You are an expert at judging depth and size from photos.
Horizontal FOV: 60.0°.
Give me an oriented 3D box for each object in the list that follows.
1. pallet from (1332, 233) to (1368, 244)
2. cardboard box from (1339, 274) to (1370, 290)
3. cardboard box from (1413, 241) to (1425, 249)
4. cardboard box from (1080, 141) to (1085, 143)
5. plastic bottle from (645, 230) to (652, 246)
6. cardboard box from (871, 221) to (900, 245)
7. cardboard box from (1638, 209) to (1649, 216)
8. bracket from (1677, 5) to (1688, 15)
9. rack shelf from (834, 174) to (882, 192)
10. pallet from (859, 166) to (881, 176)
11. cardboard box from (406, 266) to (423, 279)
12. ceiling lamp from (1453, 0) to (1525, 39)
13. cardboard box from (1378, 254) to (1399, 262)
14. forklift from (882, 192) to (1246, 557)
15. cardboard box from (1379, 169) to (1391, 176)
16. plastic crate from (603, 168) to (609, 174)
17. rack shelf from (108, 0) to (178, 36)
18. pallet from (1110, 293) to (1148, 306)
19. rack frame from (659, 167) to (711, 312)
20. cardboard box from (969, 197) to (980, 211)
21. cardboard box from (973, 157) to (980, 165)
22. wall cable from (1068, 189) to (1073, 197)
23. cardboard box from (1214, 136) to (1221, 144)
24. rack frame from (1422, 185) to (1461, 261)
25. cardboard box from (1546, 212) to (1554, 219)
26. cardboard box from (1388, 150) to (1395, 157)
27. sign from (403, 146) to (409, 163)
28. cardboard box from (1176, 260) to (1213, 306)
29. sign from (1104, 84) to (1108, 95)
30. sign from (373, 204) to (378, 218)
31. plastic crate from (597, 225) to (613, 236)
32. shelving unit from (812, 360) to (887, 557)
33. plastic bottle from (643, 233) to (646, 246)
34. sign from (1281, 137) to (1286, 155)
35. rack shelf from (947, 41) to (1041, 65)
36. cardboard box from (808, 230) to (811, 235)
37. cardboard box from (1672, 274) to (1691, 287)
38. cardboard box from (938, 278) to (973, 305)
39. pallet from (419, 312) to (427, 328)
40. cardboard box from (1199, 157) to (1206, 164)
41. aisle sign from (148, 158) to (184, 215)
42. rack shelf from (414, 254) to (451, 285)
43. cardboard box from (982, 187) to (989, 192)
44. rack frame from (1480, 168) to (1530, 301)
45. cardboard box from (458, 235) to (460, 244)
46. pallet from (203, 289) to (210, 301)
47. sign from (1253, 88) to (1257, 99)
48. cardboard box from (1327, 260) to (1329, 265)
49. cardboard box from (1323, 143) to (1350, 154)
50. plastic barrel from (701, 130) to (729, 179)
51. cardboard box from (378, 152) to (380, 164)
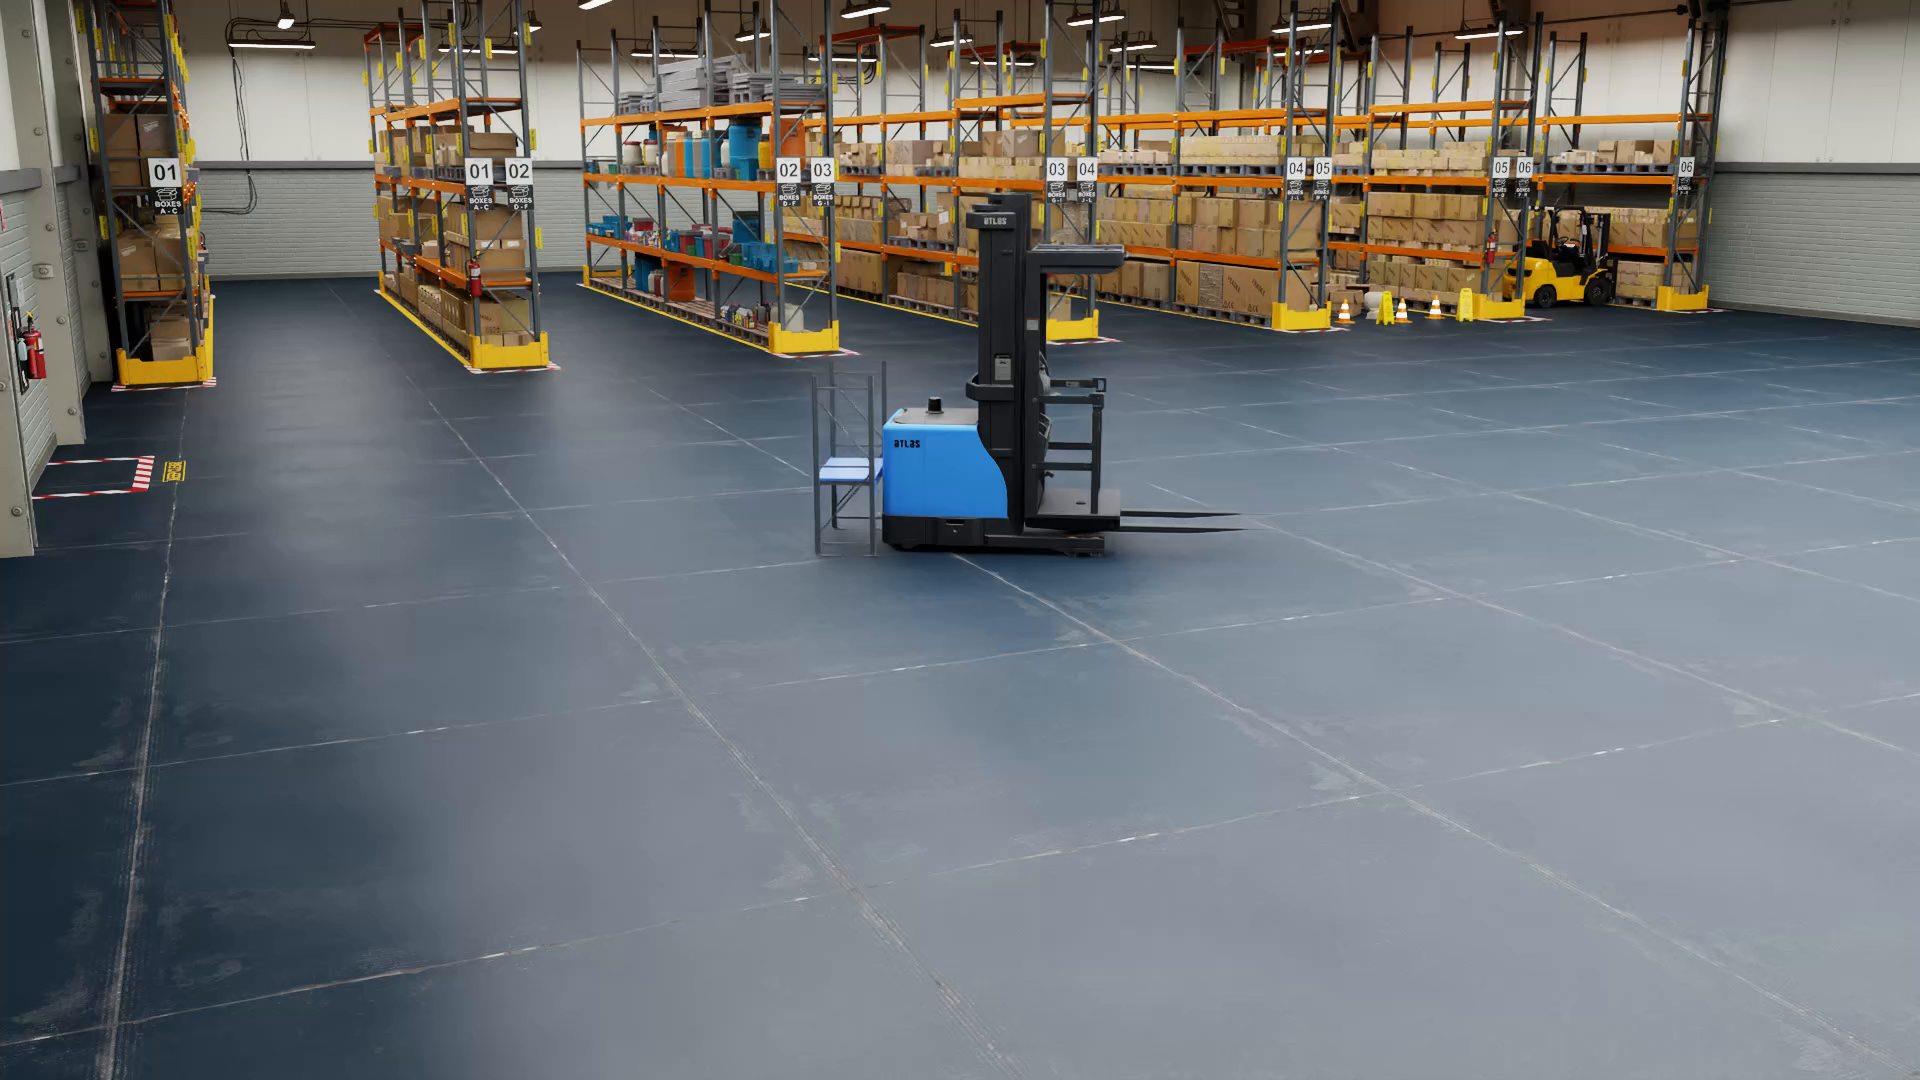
[{"bbox_3d":[9.266,-6.914,38.018,1.003,0.211,1.213,-6,14,-23],"label":"pallet"},{"bbox_3d":[9.227,-5.869,37.973,0.950,0.372,0.625,-5,14,-22],"label":"cardboard box"},{"bbox_3d":[9.902,-6.306,35.520,0.380,0.149,0.250,-6,14,-23],"label":"cardboard box"},{"bbox_3d":[3.088,-9.342,39.511,0.396,0.266,0.258,-6,14,-23],"label":"cardboard box"},{"bbox_3d":[-6.818,-6.615,36.406,0.144,0.351,0.185,-6,14,-23],"label":"plastic bottle"},{"bbox_3d":[-1.668,-6.896,37.293,0.500,0.500,0.500,-5,14,-21],"label":"cardboard box"},{"bbox_3d":[14.995,-7.124,36.178,0.380,0.149,0.250,-5,14,-22],"label":"cardboard box"},{"bbox_3d":[15.644,-11.415,35.750,0.235,0.232,0.430,-6,14,-23],"label":"bracket"},{"bbox_3d":[-2.044,-8.292,38.489,1.077,0.370,4.000,-6,14,-23],"label":"rack shelf"},{"bbox_3d":[-1.550,-8.266,37.197,1.213,0.211,1.003,-5,14,-20],"label":"pallet"},{"bbox_3d":[-11.351,-5.630,34.949,0.500,0.250,0.500,-6,14,-24],"label":"cardboard box"},{"bbox_3d":[12.028,-12.825,36.882,0.800,3.185,2.000,-6,14,-23],"label":"ceiling lamp"},{"bbox_3d":[9.423,-6.206,36.595,0.380,0.149,0.250,-5,14,-22],"label":"cardboard box"},{"bbox_3d":[0.895,-1.413,13.973,3.031,2.935,1.130,1,13,6],"label":"forklift"},{"bbox_3d":[9.391,-8.030,36.317,0.380,0.149,0.250,-6,14,-23],"label":"cardboard box"},{"bbox_3d":[-8.242,-8.708,39.276,0.293,0.136,0.466,-6,14,-23],"label":"plastic crate"},{"bbox_3d":[-15.660,-10.031,31.976,1.077,0.370,4.000,-6,14,-23],"label":"rack shelf"},{"bbox_3d":[4.074,-5.415,37.300,1.003,0.211,1.213,-6,14,-23],"label":"pallet"},{"bbox_3d":[-5.781,-6.321,35.027,1.000,3.000,0.127,-6,14,-23],"label":"rack frame"},{"bbox_3d":[0.508,-6.403,32.285,0.500,0.500,0.500,-6,14,-23],"label":"cardboard box"},{"bbox_3d":[0.466,-7.322,32.151,0.380,0.149,0.250,-6,14,-23],"label":"cardboard box"},{"bbox_3d":[3.647,-11.104,53.443,0.588,1.984,0.122,-6,14,-23],"label":"wall cable"},{"bbox_3d":[5.290,-7.981,33.183,0.380,0.149,0.250,-6,14,-23],"label":"cardboard box"},{"bbox_3d":[12.384,-8.112,42.768,1.000,3.000,0.127,-6,14,-23],"label":"rack frame"},{"bbox_3d":[13.873,-7.561,38.726,0.380,0.149,0.250,-6,14,-24],"label":"cardboard box"},{"bbox_3d":[9.495,-8.363,35.989,0.380,0.149,0.250,-6,14,-25],"label":"cardboard box"},{"bbox_3d":[-10.819,-7.539,32.491,0.100,0.325,0.005,-6,14,-23],"label":"sign"},{"bbox_3d":[5.132,-5.402,34.839,0.875,0.875,0.875,-5,14,-22],"label":"cardboard box"},{"bbox_3d":[4.121,-12.722,46.959,0.100,0.325,0.005,-6,14,-23],"label":"sign"},{"bbox_3d":[-14.023,-7.900,39.929,0.100,0.325,0.005,-6,14,-23],"label":"sign"},{"bbox_3d":[-8.661,-7.568,40.657,0.416,0.233,0.300,-6,14,-23],"label":"plastic crate"},{"bbox_3d":[-0.919,-0.712,14.119,0.538,1.500,1.048,1,13,3],"label":"shelving unit"},{"bbox_3d":[-6.920,-6.611,36.540,0.061,0.283,0.133,-6,14,-23],"label":"plastic bottle"},{"bbox_3d":[6.044,-7.350,31.036,0.100,0.325,0.005,-6,14,-23],"label":"sign"},{"bbox_3d":[0.938,-12.626,43.192,1.077,0.370,4.000,-6,14,-23],"label":"rack shelf"},{"bbox_3d":[-3.577,-7.665,41.392,0.380,0.149,0.250,-5,14,-22],"label":"cardboard box"},{"bbox_3d":[15.590,-5.684,36.334,0.500,0.250,0.500,-5,14,-22],"label":"cardboard box"},{"bbox_3d":[-0.041,-5.167,34.612,0.700,0.500,0.500,-6,14,-23],"label":"cardboard box"},{"bbox_3d":[-10.027,-4.342,32.662,1.003,0.211,1.213,-6,14,-23],"label":"pallet"},{"bbox_3d":[5.083,-7.698,33.732,0.380,0.149,0.250,-6,14,-24],"label":"cardboard box"},{"bbox_3d":[-11.351,-5.052,23.779,0.394,0.787,0.004,-6,14,-23],"label":"aisle sign"},{"bbox_3d":[-9.520,-5.110,31.393,1.077,0.370,4.000,-6,14,-23],"label":"rack shelf"},{"bbox_3d":[0.900,-8.988,43.455,0.500,0.500,0.500,-5,14,-21],"label":"cardboard box"},{"bbox_3d":[11.042,-6.010,33.686,1.000,3.000,0.127,-6,14,-23],"label":"rack frame"},{"bbox_3d":[-8.165,-5.020,27.746,0.380,0.149,0.250,-6,14,-23],"label":"cardboard box"},{"bbox_3d":[-17.671,-5.562,37.934,1.003,0.211,1.213,-6,14,-23],"label":"pallet"},{"bbox_3d":[8.682,-13.132,48.907,0.100,0.325,0.005,-6,14,-23],"label":"sign"},{"bbox_3d":[10.289,-7.843,46.996,0.380,0.149,0.250,-6,14,-25],"label":"cardboard box"},{"bbox_3d":[8.661,-8.990,38.202,0.500,0.250,0.500,-5,14,-22],"label":"cardboard box"},{"bbox_3d":[-4.582,-7.285,31.431,0.600,0.901,0.708,-6,14,-23],"label":"plastic barrel"},{"bbox_3d":[-13.159,-8.822,38.408,0.500,0.250,0.500,-6,14,-23],"label":"cardboard box"}]
